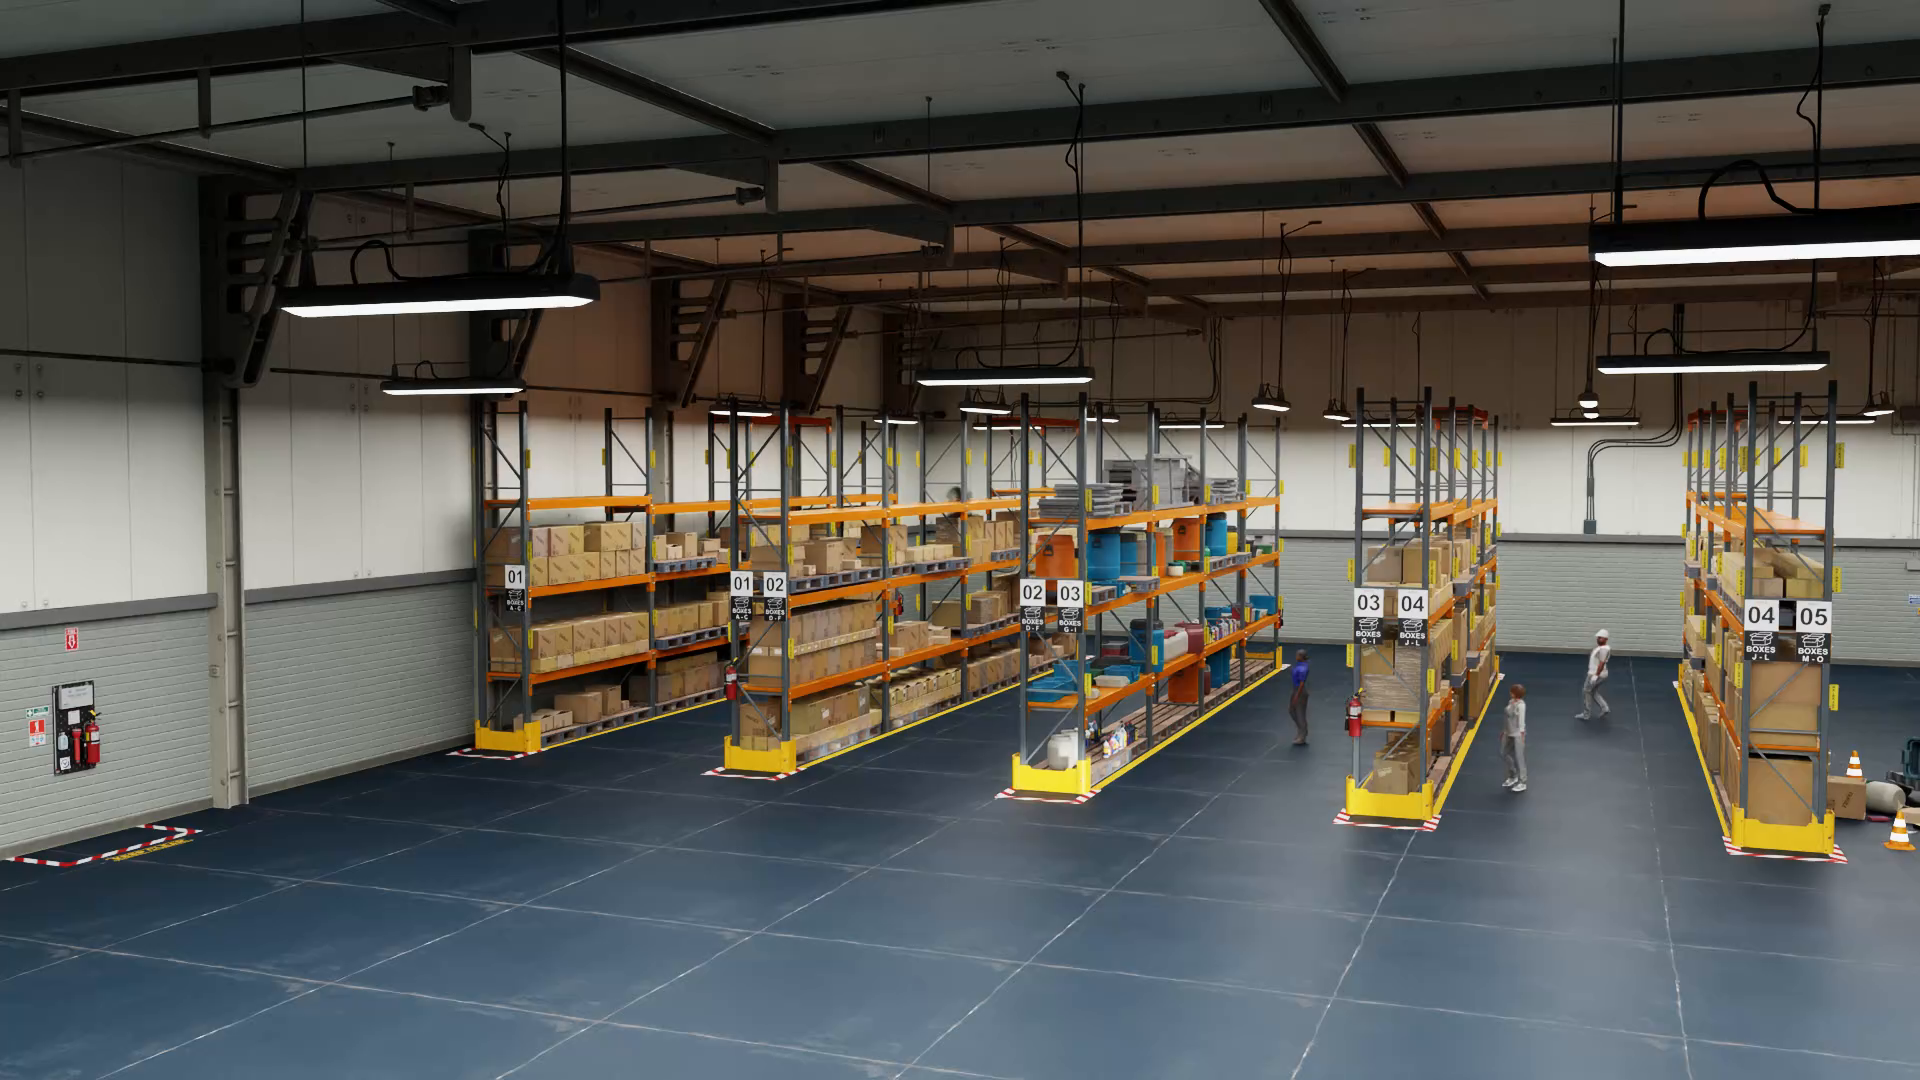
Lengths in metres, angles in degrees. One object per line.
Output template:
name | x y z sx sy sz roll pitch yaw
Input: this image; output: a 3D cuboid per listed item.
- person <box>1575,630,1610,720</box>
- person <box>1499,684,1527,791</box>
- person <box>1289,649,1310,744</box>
person | 12.143 2.591 31.919 0.657 1.750 0.590 2 3 32
person | 8.373 2.965 25.154 0.327 1.602 0.472 -1 3 -15
person | 6.006 2.754 29.385 0.398 1.686 0.549 0 3 -3
